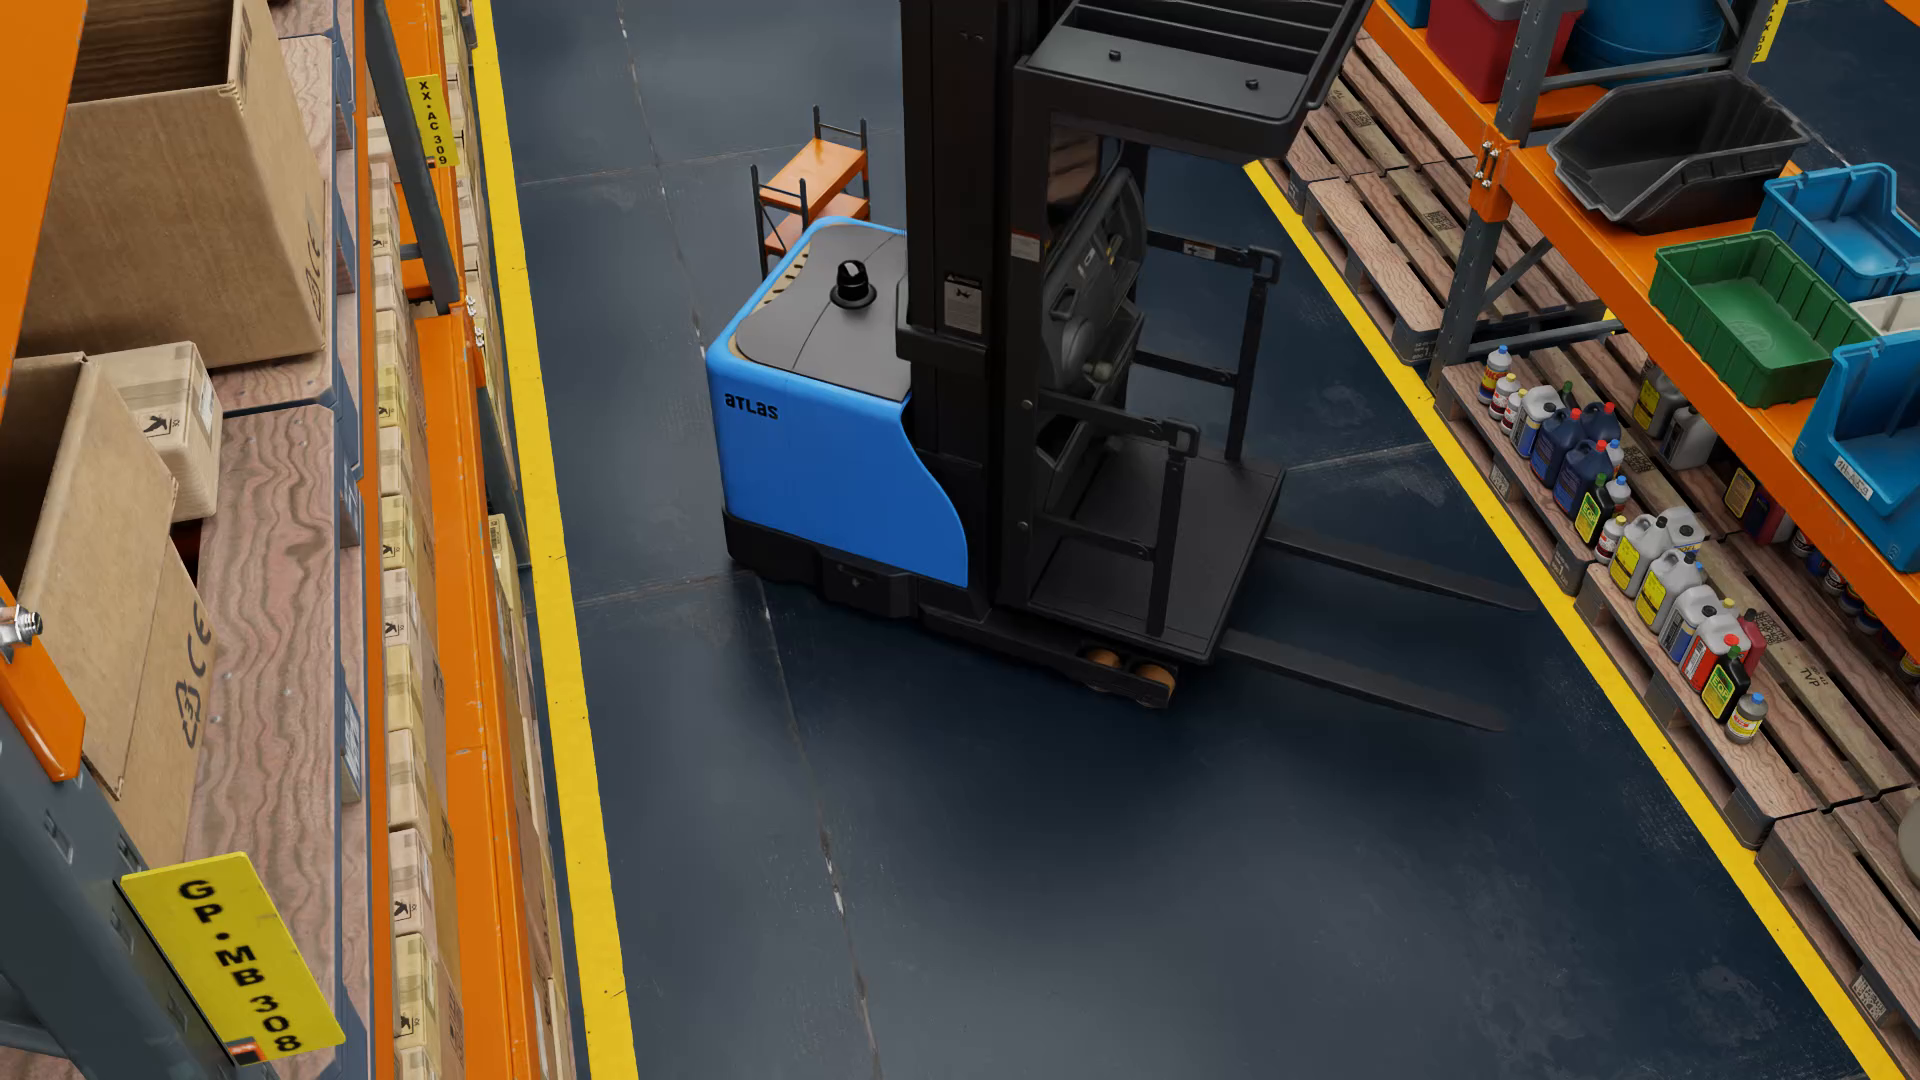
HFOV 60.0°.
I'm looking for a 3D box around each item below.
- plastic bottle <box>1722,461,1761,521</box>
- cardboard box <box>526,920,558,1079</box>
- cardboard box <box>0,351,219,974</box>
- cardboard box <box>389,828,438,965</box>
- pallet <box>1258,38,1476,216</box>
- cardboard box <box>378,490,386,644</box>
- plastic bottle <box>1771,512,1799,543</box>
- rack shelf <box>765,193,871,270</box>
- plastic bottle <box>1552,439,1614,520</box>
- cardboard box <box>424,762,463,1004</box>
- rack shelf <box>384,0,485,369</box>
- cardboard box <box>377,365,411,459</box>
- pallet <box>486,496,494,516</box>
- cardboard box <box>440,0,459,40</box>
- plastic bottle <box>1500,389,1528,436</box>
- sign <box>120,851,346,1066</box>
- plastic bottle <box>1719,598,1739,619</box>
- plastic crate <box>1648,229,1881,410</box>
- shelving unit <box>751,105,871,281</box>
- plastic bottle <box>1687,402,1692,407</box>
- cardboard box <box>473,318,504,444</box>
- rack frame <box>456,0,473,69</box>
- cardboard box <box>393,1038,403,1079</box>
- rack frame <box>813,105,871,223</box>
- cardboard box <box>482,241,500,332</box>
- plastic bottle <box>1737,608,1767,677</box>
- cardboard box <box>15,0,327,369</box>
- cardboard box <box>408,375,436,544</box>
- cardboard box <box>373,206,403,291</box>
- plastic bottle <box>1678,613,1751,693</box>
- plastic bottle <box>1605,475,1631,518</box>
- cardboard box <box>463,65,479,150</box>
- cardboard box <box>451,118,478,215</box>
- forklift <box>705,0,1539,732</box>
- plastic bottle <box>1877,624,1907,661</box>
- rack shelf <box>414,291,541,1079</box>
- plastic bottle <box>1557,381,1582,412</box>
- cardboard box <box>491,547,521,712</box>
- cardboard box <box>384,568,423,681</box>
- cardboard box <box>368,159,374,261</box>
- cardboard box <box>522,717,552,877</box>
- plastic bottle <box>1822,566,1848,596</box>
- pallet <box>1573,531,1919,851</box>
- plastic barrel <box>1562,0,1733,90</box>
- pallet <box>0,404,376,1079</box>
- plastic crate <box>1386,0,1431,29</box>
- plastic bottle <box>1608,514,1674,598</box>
[{"bbox_3d":[3.060,-0.217,6.457,0.061,0.283,0.133,-11,47,-10],"label":"plastic bottle"},{"bbox_3d":[-1.380,1.321,4.461,0.500,0.500,0.500,-11,47,-10],"label":"cardboard box"},{"bbox_3d":[-1.331,0.187,1.902,0.797,0.503,0.637,-8,46,-8],"label":"cardboard box"},{"bbox_3d":[-1.275,0.765,3.375,0.380,0.149,0.250,-11,47,-11],"label":"cardboard box"},{"bbox_3d":[2.023,-2.201,8.759,1.003,0.211,1.213,-11,47,-10],"label":"pallet"},{"bbox_3d":[-1.706,-0.039,3.710,0.700,0.500,0.500,-11,47,-10],"label":"cardboard box"},{"bbox_3d":[3.191,-0.138,6.384,0.152,0.276,0.135,-10,46,-10],"label":"plastic bottle"},{"bbox_3d":[-0.601,-1.276,6.942,0.258,0.148,0.480,20,49,18],"label":"rack shelf"},{"bbox_3d":[2.432,-0.261,6.453,0.144,0.351,0.185,-13,47,-12],"label":"plastic bottle"},{"bbox_3d":[-1.555,0.801,3.794,0.700,0.500,0.500,-10,46,-10],"label":"cardboard box"},{"bbox_3d":[-2.724,-2.024,7.137,1.077,0.370,4.000,-11,47,-10],"label":"rack shelf"},{"bbox_3d":[-1.676,-0.306,4.425,0.380,0.149,0.250,-11,47,-11],"label":"cardboard box"},{"bbox_3d":[-2.438,-0.421,7.014,1.003,0.211,1.213,-11,47,-10],"label":"pallet"},{"bbox_3d":[-2.863,-2.721,8.555,0.500,0.311,0.500,-10,46,-9],"label":"cardboard box"},{"bbox_3d":[2.288,-0.532,6.822,0.097,0.201,0.097,0,46,0],"label":"plastic bottle"},{"bbox_3d":[-0.649,0.386,1.504,0.100,0.325,0.005,-11,47,-10],"label":"sign"},{"bbox_3d":[2.750,0.291,6.016,0.097,0.201,0.097,0,46,0],"label":"plastic bottle"},{"bbox_3d":[2.652,-0.735,5.519,0.450,0.188,0.662,-11,47,-10],"label":"plastic crate"},{"bbox_3d":[-0.601,-1.167,7.053,0.258,1.200,0.503,20,49,18],"label":"shelving unit"},{"bbox_3d":[3.021,-0.633,6.817,0.144,0.351,0.185,-12,47,-11],"label":"plastic bottle"},{"bbox_3d":[-2.077,-0.607,6.483,0.500,0.311,0.500,-11,47,-10],"label":"cardboard box"},{"bbox_3d":[-3.236,-3.657,8.233,1.000,3.000,0.127,-11,47,-10],"label":"rack frame"},{"bbox_3d":[-1.308,1.016,2.675,0.700,0.500,0.500,-11,47,-10],"label":"cardboard box"},{"bbox_3d":[-0.492,-1.323,7.206,0.240,1.200,0.015,20,49,18],"label":"rack frame"},{"bbox_3d":[-2.340,-1.114,7.372,0.500,0.250,0.500,-12,47,-12],"label":"cardboard box"},{"bbox_3d":[2.773,0.374,5.877,0.061,0.283,0.133,-11,47,-10],"label":"plastic bottle"},{"bbox_3d":[-1.348,-0.611,2.686,0.500,0.500,0.500,-11,47,-10],"label":"cardboard box"},{"bbox_3d":[-1.951,-0.262,4.836,0.700,0.500,0.500,-11,47,-11],"label":"cardboard box"},{"bbox_3d":[-1.873,-0.837,4.946,0.380,0.149,0.250,-12,47,-11],"label":"cardboard box"},{"bbox_3d":[2.670,0.396,5.861,0.152,0.276,0.135,-10,46,-10],"label":"plastic bottle"},{"bbox_3d":[2.505,-0.139,6.388,0.097,0.271,0.097,0,46,0],"label":"plastic bottle"},{"bbox_3d":[-2.730,-2.167,8.405,0.500,0.250,0.500,-11,47,-11],"label":"cardboard box"},{"bbox_3d":[-2.471,-1.668,7.523,0.500,0.311,0.500,-10,46,-9],"label":"cardboard box"},{"bbox_3d":[0.639,-0.841,5.522,3.031,2.935,1.130,17,48,16],"label":"forklift"},{"bbox_3d":[3.399,0.292,5.957,0.061,0.283,0.133,-10,46,-10],"label":"plastic bottle"},{"bbox_3d":[-1.700,0.738,4.431,1.077,0.370,4.000,-11,47,-10],"label":"rack shelf"},{"bbox_3d":[2.448,-0.503,6.736,0.061,0.283,0.133,-11,47,-10],"label":"plastic bottle"},{"bbox_3d":[-1.765,0.286,5.476,0.500,0.500,0.500,-11,47,-10],"label":"cardboard box"},{"bbox_3d":[-1.473,0.233,3.897,0.380,0.149,0.250,-10,46,-10],"label":"cardboard box"},{"bbox_3d":[-2.092,-1.079,4.729,0.700,0.500,0.500,-10,47,-10],"label":"cardboard box"},{"bbox_3d":[-1.621,0.890,5.409,0.500,0.250,0.500,-11,47,-10],"label":"cardboard box"},{"bbox_3d":[3.300,0.106,6.197,0.097,0.201,0.097,0,46,0],"label":"plastic bottle"},{"bbox_3d":[3.025,0.493,6.119,1.003,0.211,1.213,-11,47,-10],"label":"pallet"},{"bbox_3d":[2.772,-2.296,6.549,0.600,0.901,0.708,-11,47,-10],"label":"plastic barrel"},{"bbox_3d":[-1.344,0.355,2.264,1.003,0.211,1.213,-11,47,-10],"label":"pallet"},{"bbox_3d":[1.995,-2.497,7.108,0.392,0.384,0.575,-11,47,-10],"label":"plastic crate"},{"bbox_3d":[2.540,0.032,6.165,0.144,0.351,0.185,-11,47,-11],"label":"plastic bottle"}]
